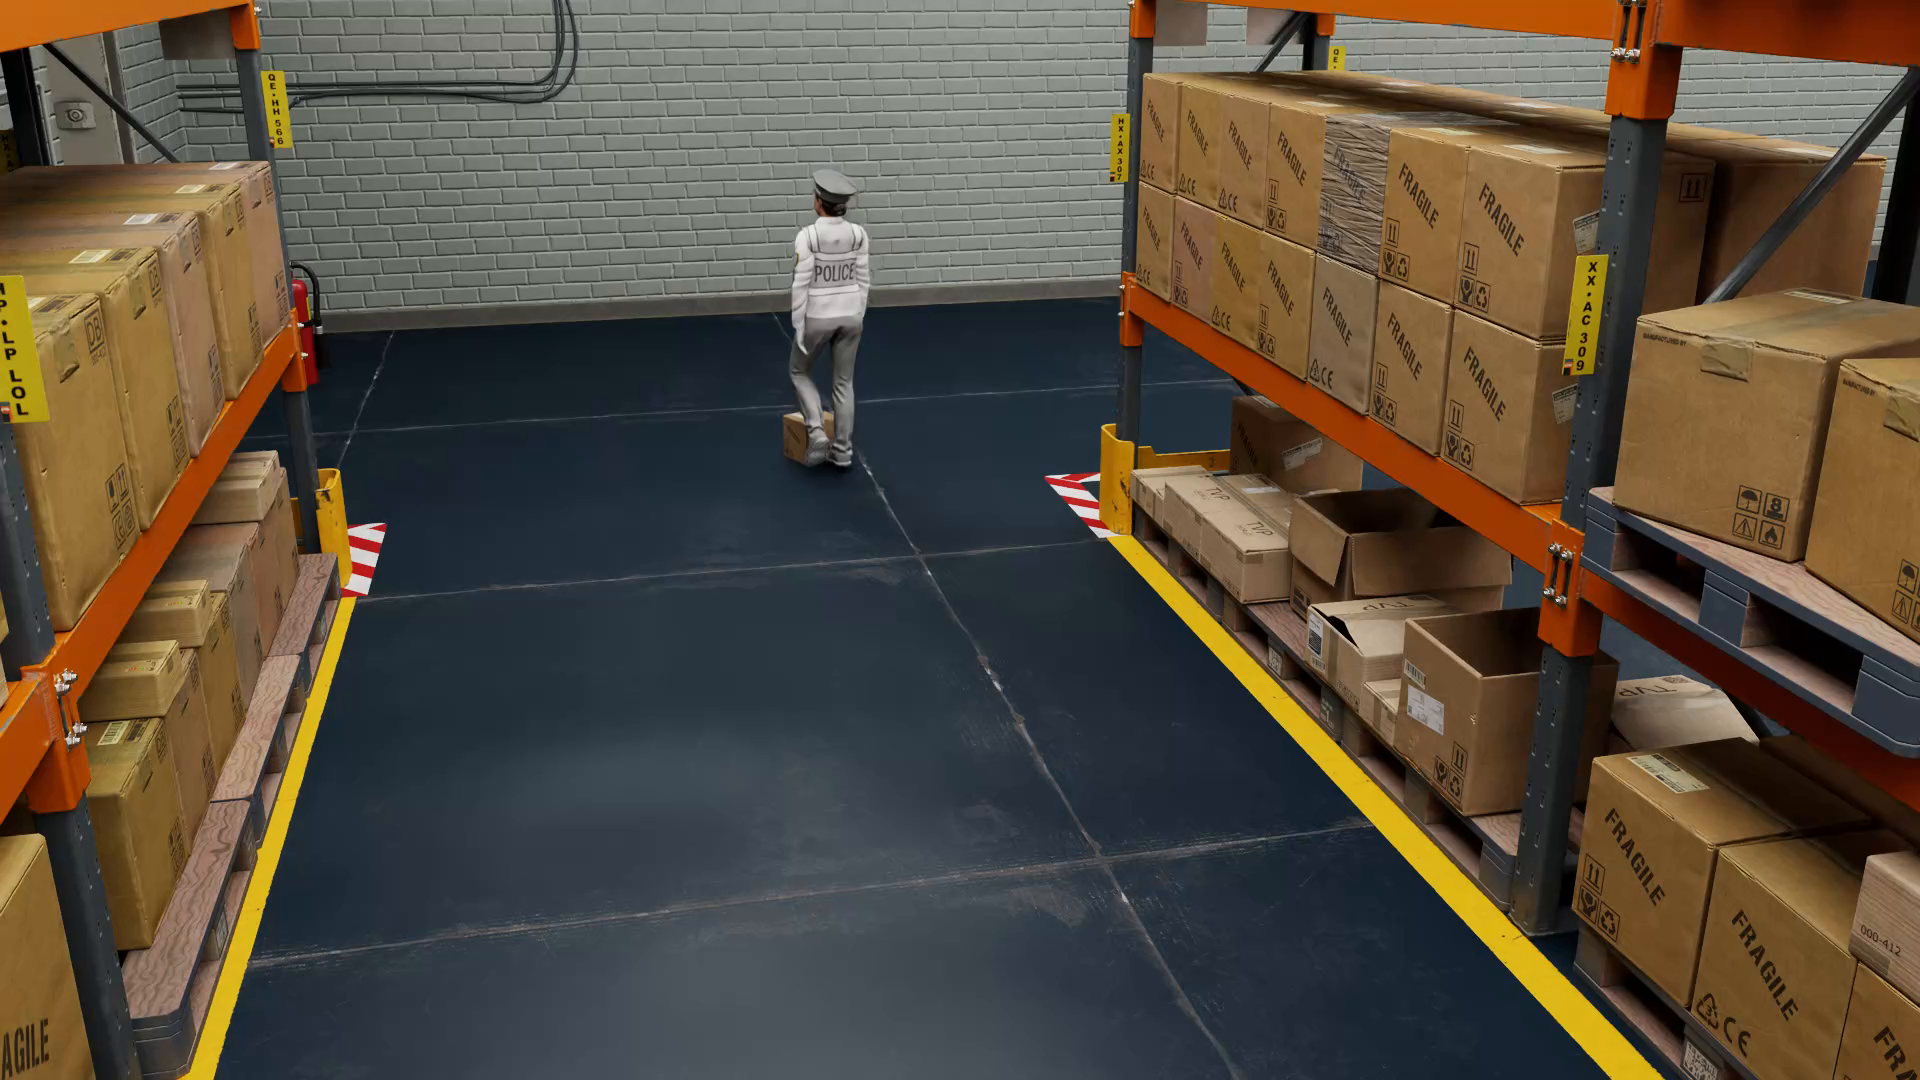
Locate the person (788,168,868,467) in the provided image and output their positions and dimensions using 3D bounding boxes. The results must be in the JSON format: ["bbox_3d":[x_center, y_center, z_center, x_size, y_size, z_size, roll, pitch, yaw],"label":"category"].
[{"bbox_3d":[-0.762,-1.242,9.474,0.494,1.721,0.427,-8,21,-22],"label":"person"}]
